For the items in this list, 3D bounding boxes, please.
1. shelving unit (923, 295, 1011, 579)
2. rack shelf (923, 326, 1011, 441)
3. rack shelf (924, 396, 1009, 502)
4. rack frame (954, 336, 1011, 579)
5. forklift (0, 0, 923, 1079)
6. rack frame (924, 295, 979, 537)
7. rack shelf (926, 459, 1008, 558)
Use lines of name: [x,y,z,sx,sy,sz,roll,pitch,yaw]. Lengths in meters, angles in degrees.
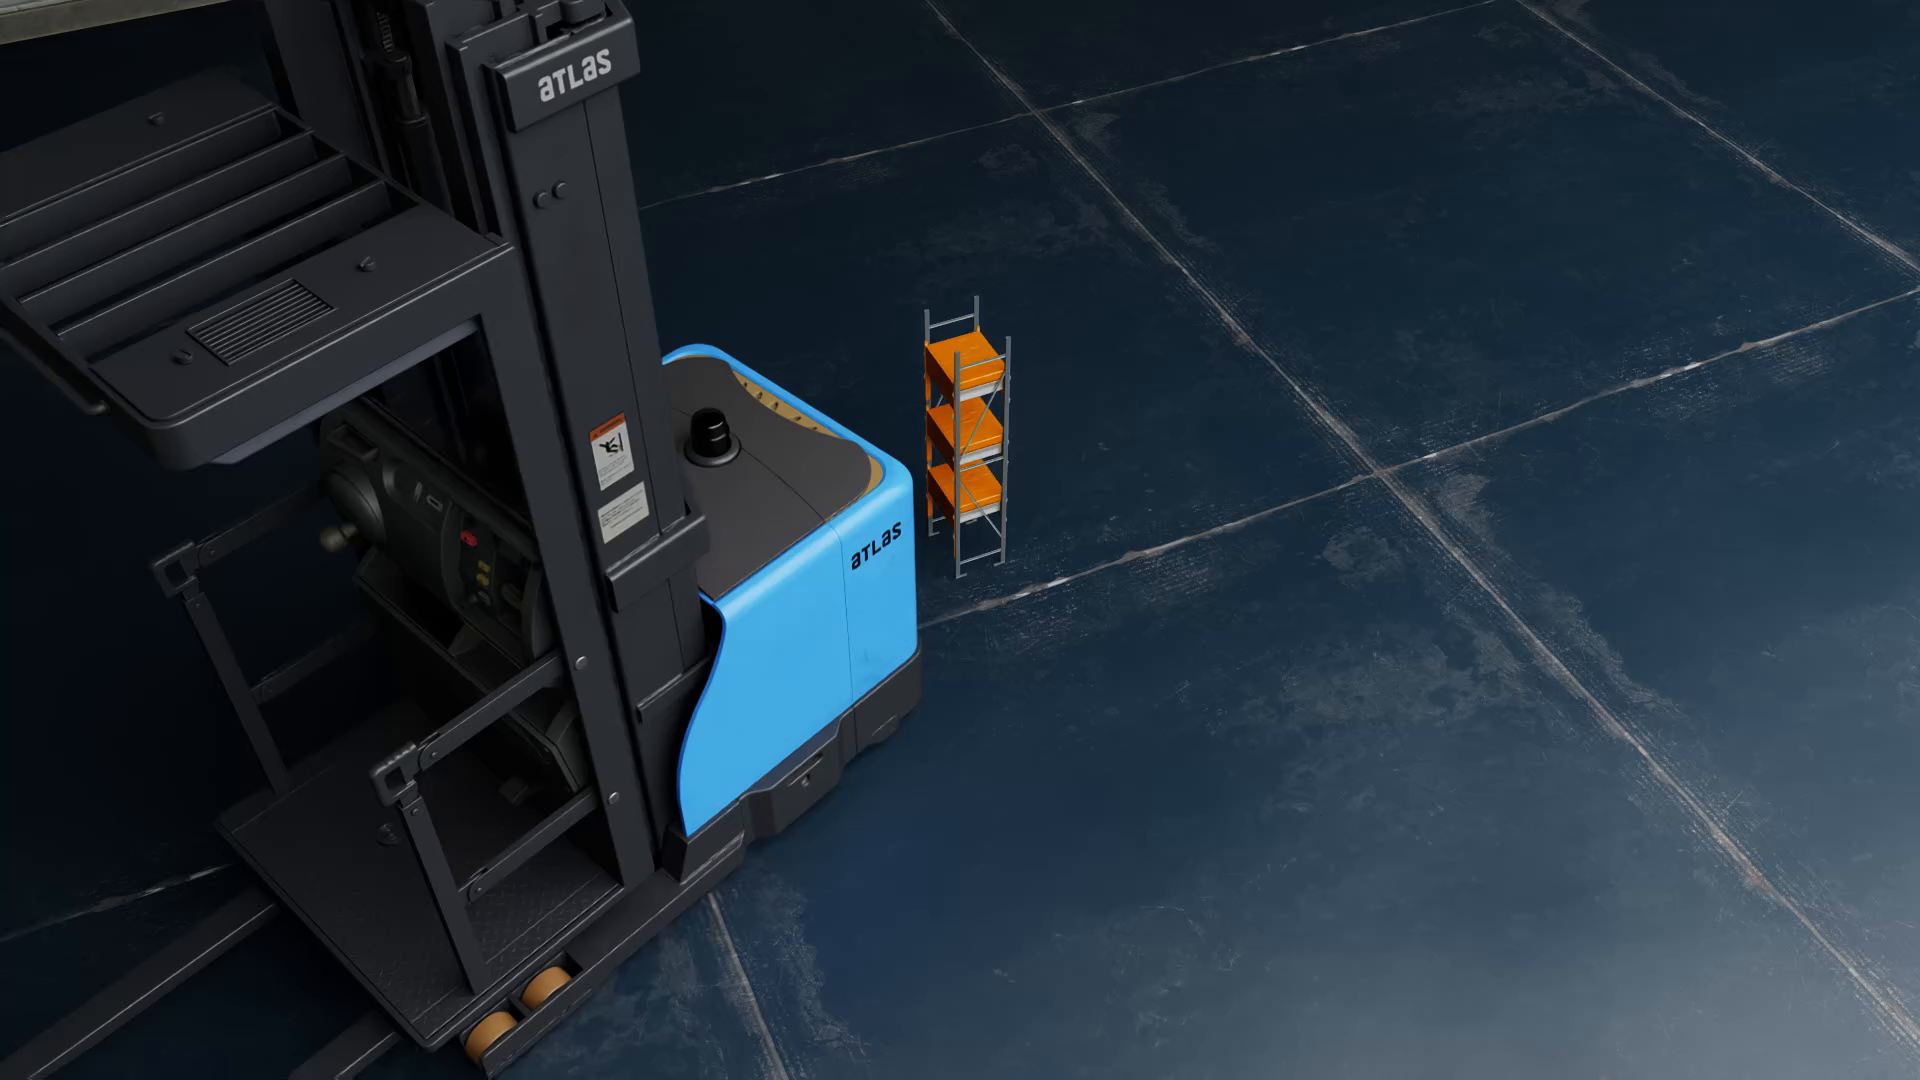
shelving unit: [0.022,-0.340,5.847,0.215,1.050,0.252,-18,47,-17]
rack shelf: [0.022,-0.534,5.655,0.215,0.259,0.240,-18,47,-17]
rack shelf: [0.022,-0.332,5.854,0.215,0.259,0.240,-18,47,-17]
rack frame: [0.074,-0.262,5.768,0.200,1.050,0.008,-18,47,-17]
forklift: [-1.489,0.051,4.111,1.130,2.935,3.031,33,53,29]
rack frame: [-0.029,-0.417,5.926,0.200,1.050,0.008,-18,47,-17]
rack shelf: [0.022,-0.134,6.049,0.215,0.259,0.240,-18,47,-17]
